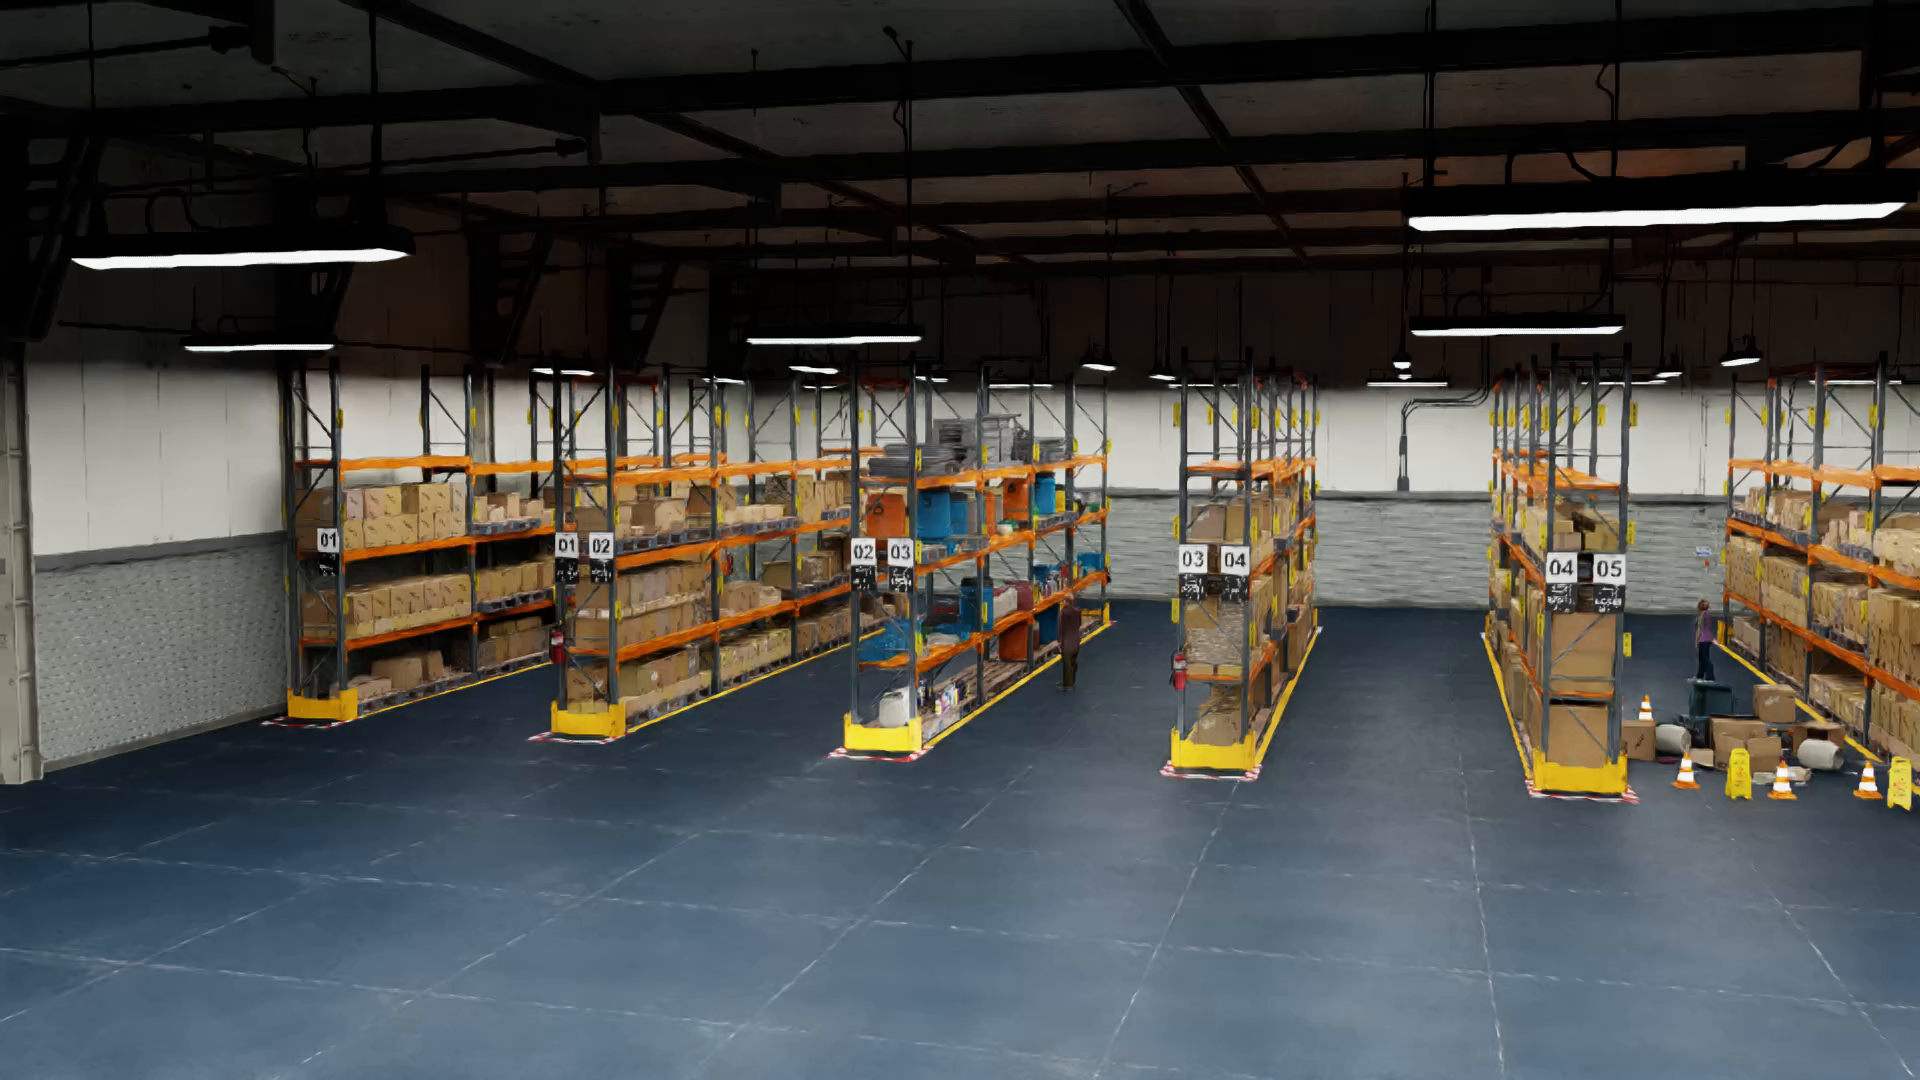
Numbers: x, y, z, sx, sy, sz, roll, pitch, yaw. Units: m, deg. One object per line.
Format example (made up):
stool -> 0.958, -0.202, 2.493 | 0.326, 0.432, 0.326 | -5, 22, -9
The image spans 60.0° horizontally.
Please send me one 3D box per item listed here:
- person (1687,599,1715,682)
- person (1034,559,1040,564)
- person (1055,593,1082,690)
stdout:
person -> 13.940, 1.921, 31.234 | 0.534, 1.547, 0.521 | 3, 5, 39
person -> 1.649, 1.319, 38.045 | 0.586, 1.786, 0.739 | 1, 4, 17
person -> 1.964, 1.851, 30.619 | 0.636, 1.782, 0.551 | -4, 6, -44
